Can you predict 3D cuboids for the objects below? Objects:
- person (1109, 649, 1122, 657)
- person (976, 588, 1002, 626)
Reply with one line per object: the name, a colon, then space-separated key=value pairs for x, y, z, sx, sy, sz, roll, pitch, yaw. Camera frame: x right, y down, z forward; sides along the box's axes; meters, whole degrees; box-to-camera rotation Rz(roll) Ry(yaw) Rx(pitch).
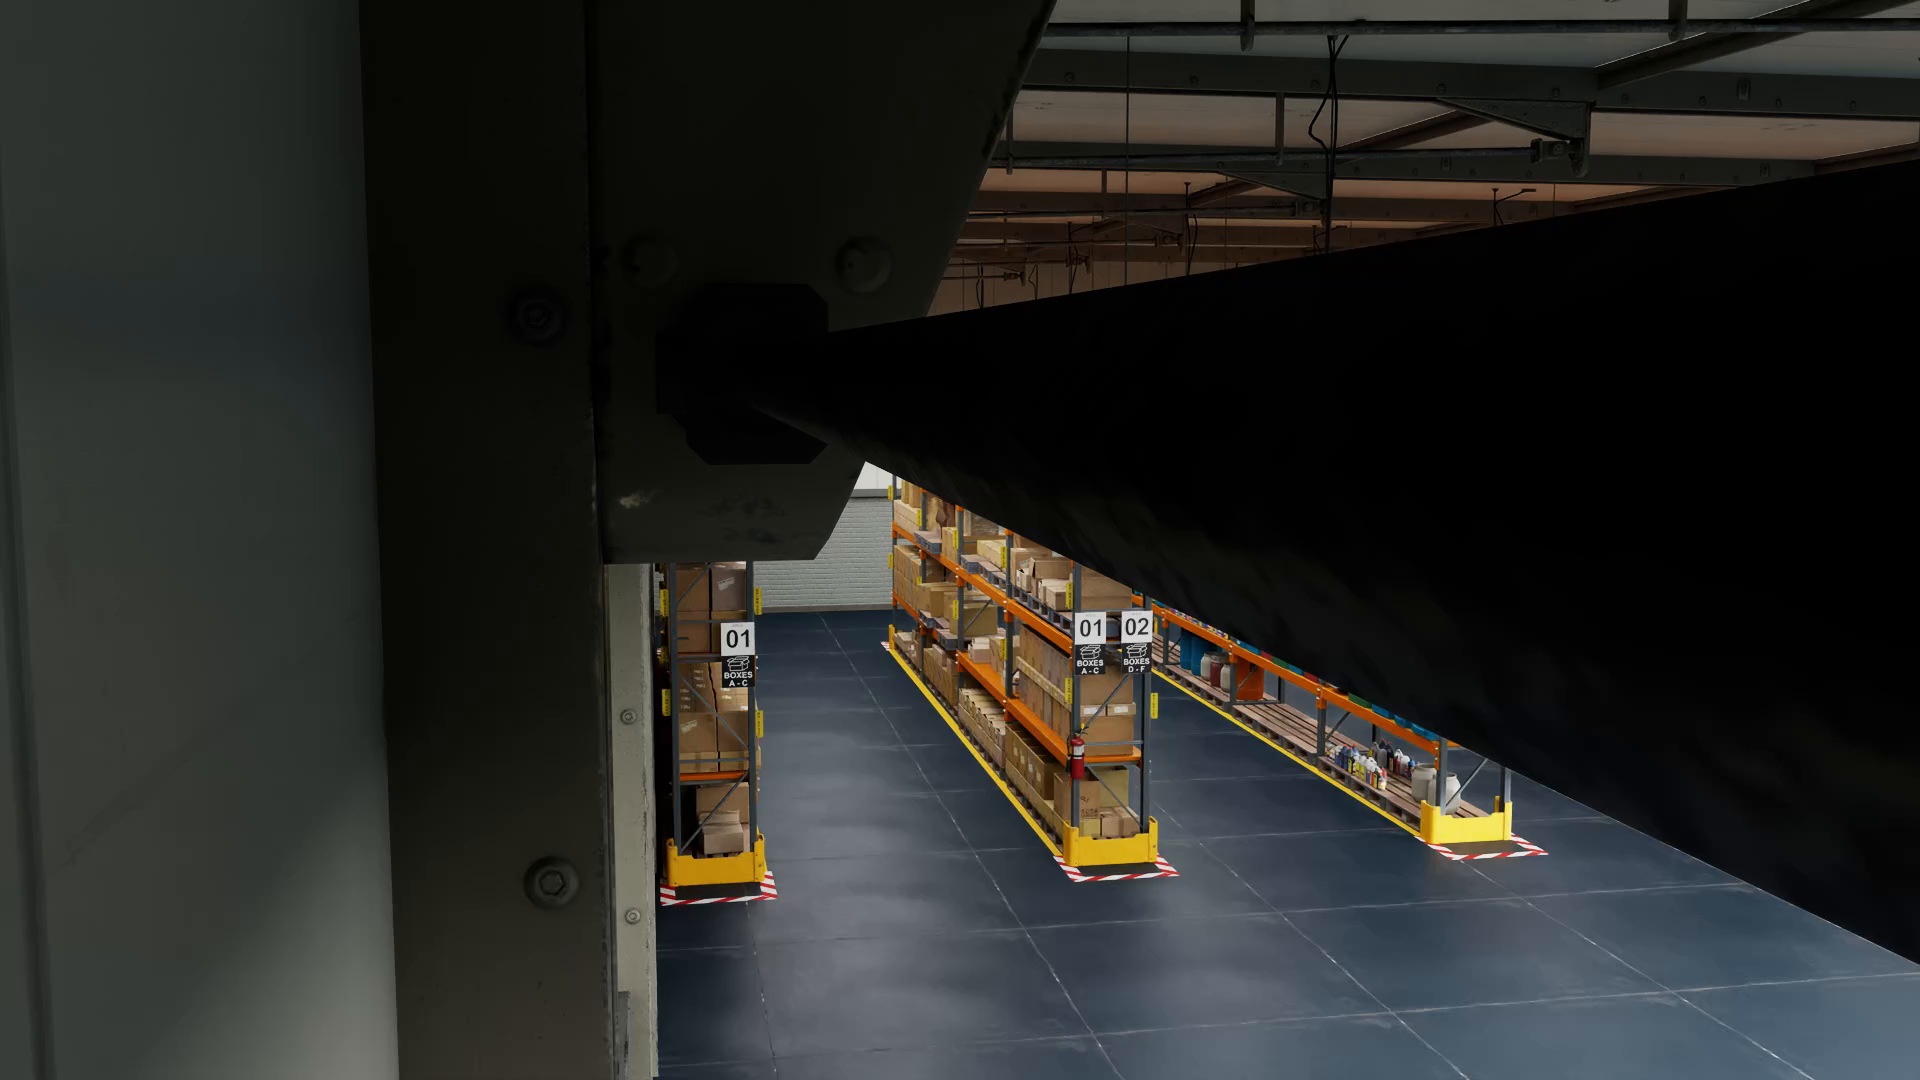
person: x=2.672 y=2.161 z=30.523 sx=0.688 sy=1.787 sz=0.817 roll=-3 pitch=7 yaw=-25
person: x=0.628 y=1.534 z=36.505 sx=0.659 sy=1.730 sz=0.578 roll=-3 pitch=7 yaw=-22
